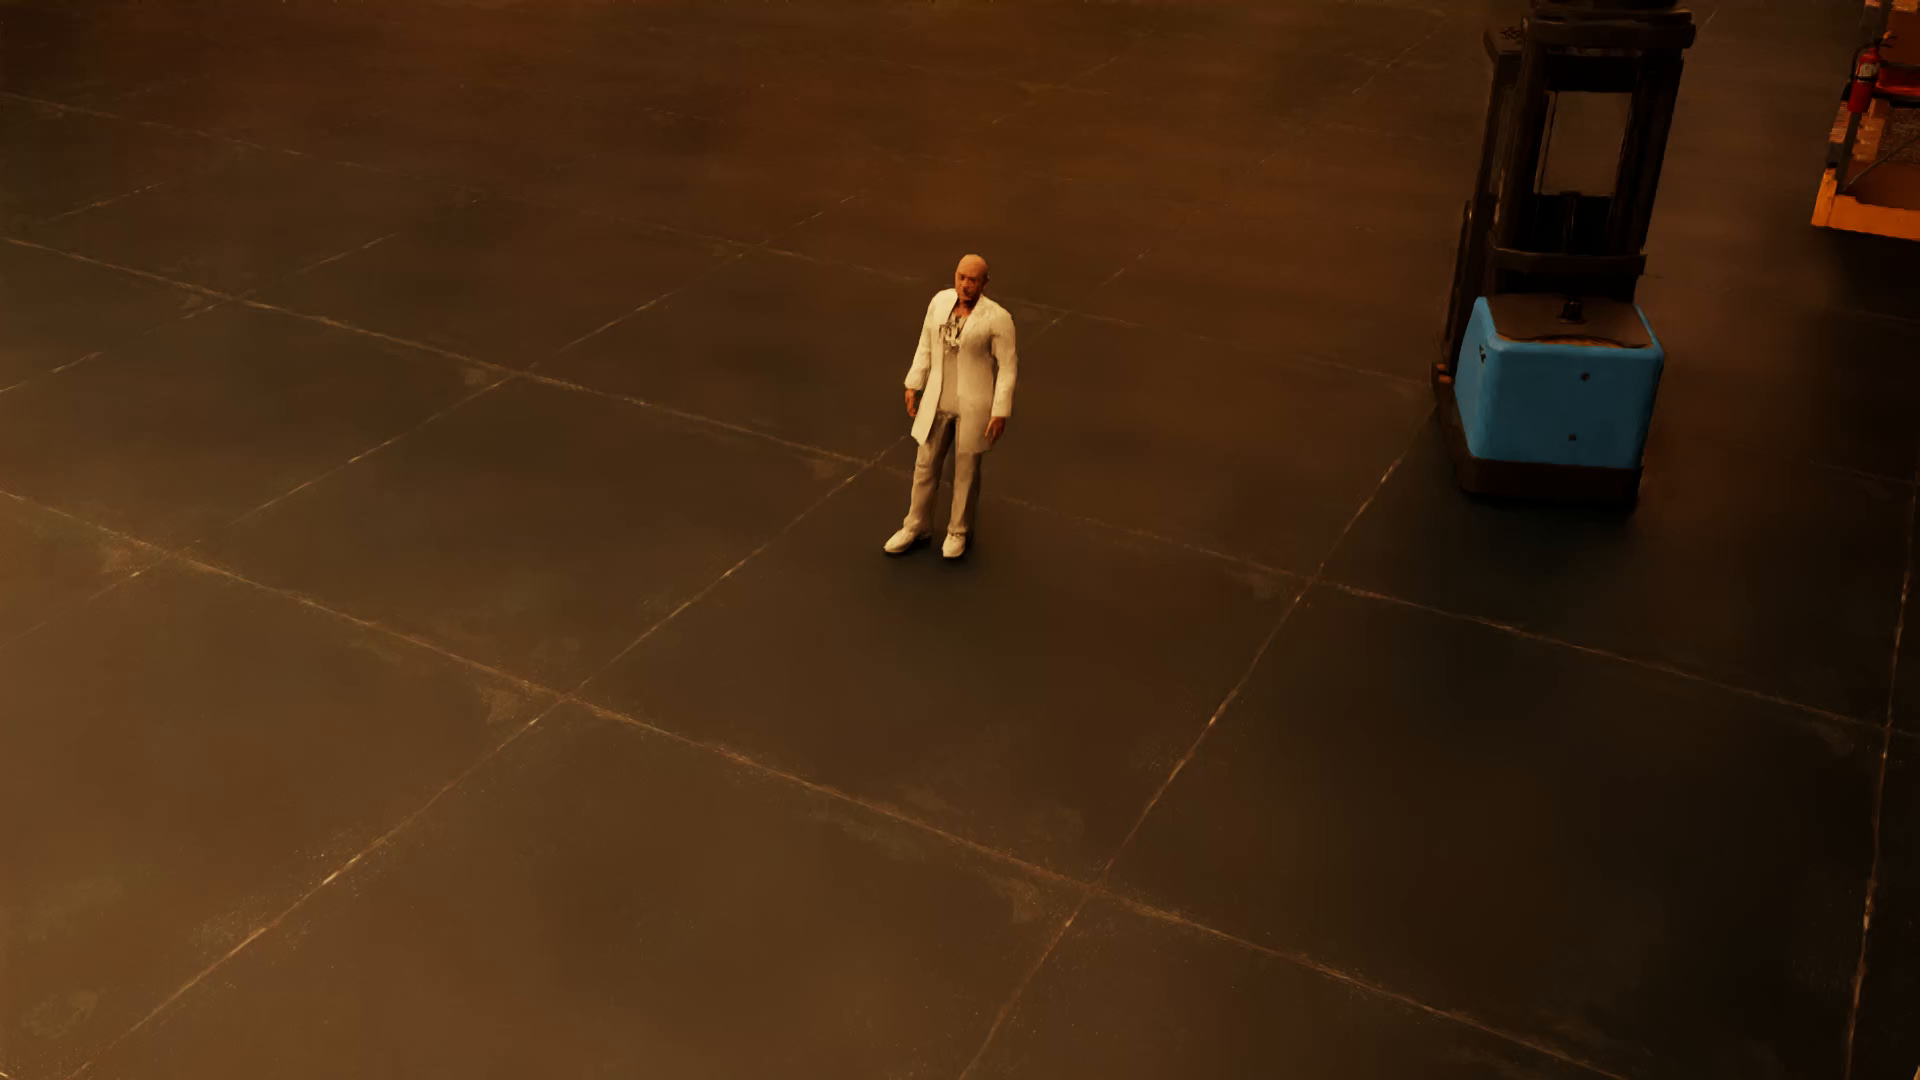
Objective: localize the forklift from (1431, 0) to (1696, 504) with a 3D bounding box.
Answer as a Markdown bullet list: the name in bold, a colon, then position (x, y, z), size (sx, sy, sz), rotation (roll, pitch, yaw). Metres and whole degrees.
- **forklift**: position (3.889, -2.207, 10.894), size (1.130, 2.935, 3.031), rotation (4, 30, 8)

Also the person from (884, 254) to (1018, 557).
- **person**: position (-0.048, -0.737, 9.488), size (0.694, 1.776, 0.579), rotation (15, 33, 25)
